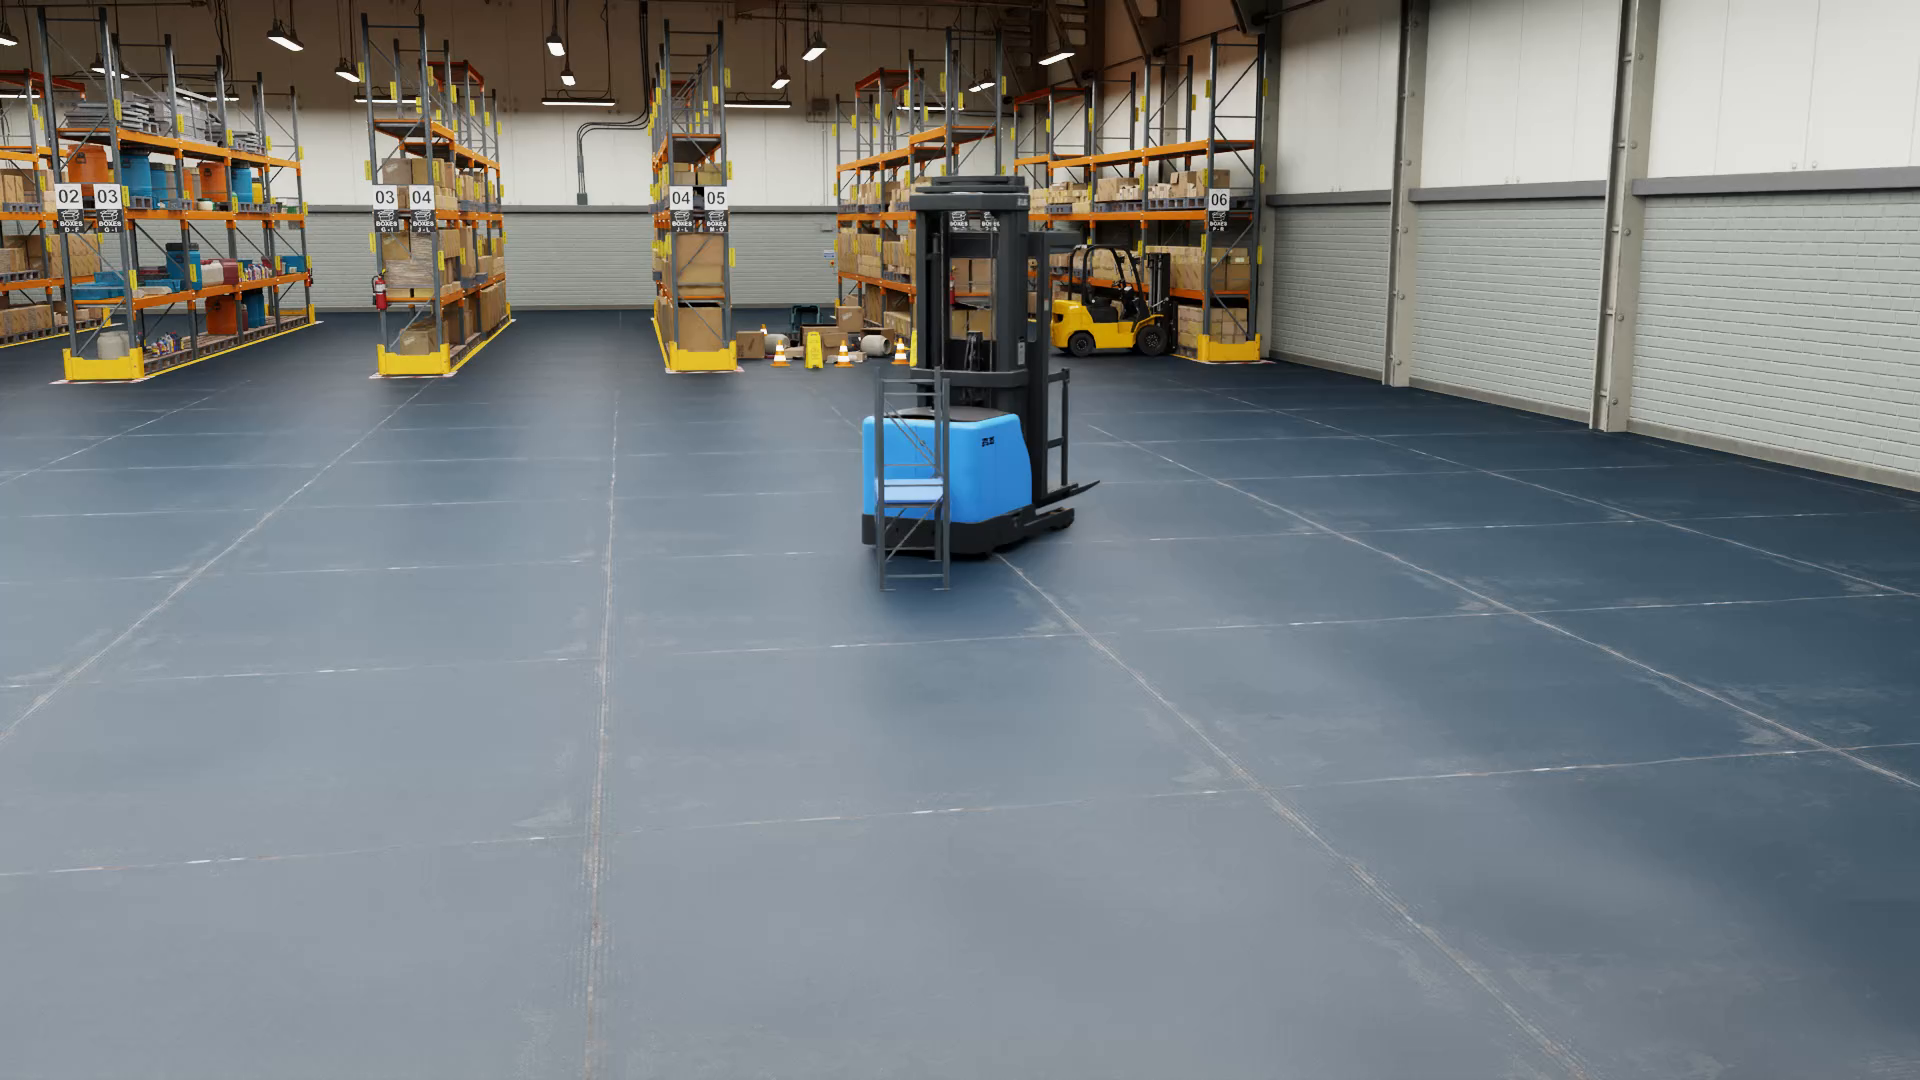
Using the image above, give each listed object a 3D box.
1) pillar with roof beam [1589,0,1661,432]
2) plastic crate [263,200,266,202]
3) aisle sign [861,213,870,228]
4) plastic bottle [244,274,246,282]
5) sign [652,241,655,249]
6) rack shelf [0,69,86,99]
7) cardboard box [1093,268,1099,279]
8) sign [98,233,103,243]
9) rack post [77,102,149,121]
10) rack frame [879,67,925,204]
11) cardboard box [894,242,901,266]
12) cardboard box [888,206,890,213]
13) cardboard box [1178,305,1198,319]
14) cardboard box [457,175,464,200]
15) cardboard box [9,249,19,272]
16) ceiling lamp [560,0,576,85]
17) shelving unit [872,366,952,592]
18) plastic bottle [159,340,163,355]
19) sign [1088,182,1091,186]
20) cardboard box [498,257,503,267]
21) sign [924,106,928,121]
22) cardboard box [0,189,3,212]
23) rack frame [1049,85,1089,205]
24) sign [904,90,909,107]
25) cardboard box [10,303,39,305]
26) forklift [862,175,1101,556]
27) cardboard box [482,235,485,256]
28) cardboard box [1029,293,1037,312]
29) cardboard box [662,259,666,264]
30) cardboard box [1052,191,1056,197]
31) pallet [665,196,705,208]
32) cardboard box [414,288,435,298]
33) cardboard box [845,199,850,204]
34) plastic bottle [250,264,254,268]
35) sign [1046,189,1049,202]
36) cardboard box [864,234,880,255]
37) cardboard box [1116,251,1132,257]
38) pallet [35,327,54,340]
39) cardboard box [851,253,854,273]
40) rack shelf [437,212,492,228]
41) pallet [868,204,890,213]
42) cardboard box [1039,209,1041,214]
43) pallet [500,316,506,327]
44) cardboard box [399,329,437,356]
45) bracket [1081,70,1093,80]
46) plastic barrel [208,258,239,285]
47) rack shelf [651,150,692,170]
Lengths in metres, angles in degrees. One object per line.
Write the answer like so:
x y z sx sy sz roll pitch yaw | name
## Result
3.975 -5.657 19.351 9.100 9.000 0.400 -2 11 -11 | pillar with roof beam
-17.416 -8.273 41.281 0.504 0.338 0.767 -2 11 -11 | plastic crate
-2.575 -8.962 45.806 0.394 0.787 0.004 -2 11 -11 | aisle sign
-15.767 -5.778 36.561 0.097 0.201 0.097 0 11 0 | plastic bottle
-8.233 -7.867 44.693 0.100 0.325 0.005 -2 11 -11 | sign
-21.914 -10.800 39.406 1.077 0.370 4.000 -2 11 -11 | rack shelf
3.406 -6.210 38.703 0.500 0.250 0.500 -2 11 -11 | cardboard box
-21.755 -7.681 42.087 0.100 0.325 0.005 -2 11 -11 | sign
-14.740 -7.449 28.970 0.937 0.300 0.954 -2 11 -12 | rack post
-1.309 -9.140 37.651 1.000 3.000 0.127 -2 11 -11 | rack frame
-1.141 -6.219 36.163 0.500 0.500 0.500 -3 11 -13 | cardboard box
-1.414 -7.479 37.619 0.380 0.149 0.250 -2 11 -11 | cardboard box
4.507 -4.512 32.939 0.500 0.250 0.500 -2 11 -10 | cardboard box
-10.430 -7.092 33.514 0.797 0.503 0.637 -2 11 -9 | cardboard box
-21.121 -6.140 36.544 0.700 0.500 0.500 -5 12 -25 | cardboard box
-8.942 -12.328 38.788 0.800 3.185 2.000 -2 11 -11 | ceiling lamp
-0.362 -0.473 12.169 0.538 1.500 1.048 -1 11 -4 | shelving unit
-14.446 -3.468 30.014 0.097 0.271 0.097 0 11 0 | plastic bottle
3.325 -9.050 42.762 0.100 0.325 0.005 -2 11 -11 | sign
-12.133 -7.200 43.108 0.500 0.250 0.500 -2 11 -12 | cardboard box
-0.779 -9.659 37.669 0.100 0.325 0.005 -2 11 -11 | sign
-21.066 -7.263 35.546 0.910 0.500 0.500 -2 11 -11 | cardboard box
2.781 -10.055 42.457 1.000 3.000 0.127 -2 11 -11 | rack frame
-1.074 -8.922 33.583 0.100 0.325 0.005 -2 11 -11 | sign
-21.915 -5.289 38.971 0.500 0.500 0.500 -2 11 -11 | cardboard box
0.332 -1.551 14.007 1.130 2.935 3.031 5 12 26 | forklift
-11.675 -6.991 39.456 0.797 0.503 0.637 -2 11 -12 | cardboard box
2.162 -6.445 45.100 0.500 0.500 0.500 -2 11 -10 | cardboard box
-6.123 -5.766 35.700 0.500 0.500 0.500 -2 11 -11 | cardboard box
2.539 -8.694 41.817 0.380 0.149 0.250 -2 11 -12 | cardboard box
-4.984 -6.317 31.078 1.003 0.211 1.213 -2 11 -11 | pallet
-9.295 -4.303 28.953 0.380 0.149 0.250 -2 11 -11 | cardboard box
-2.879 -9.058 44.523 0.380 0.149 0.250 -2 11 -9 | cardboard box
-16.272 -6.166 38.202 0.144 0.351 0.185 -2 11 -11 | plastic bottle
2.251 -8.814 42.578 0.100 0.325 0.005 -2 11 -11 | sign
-2.062 -7.191 40.516 0.500 0.500 0.500 -2 11 -12 | cardboard box
3.648 -6.342 36.992 0.380 0.149 0.250 -2 11 -13 | cardboard box
-21.330 -4.689 37.768 1.003 0.211 1.213 -2 11 -11 | pallet
-2.533 -7.146 42.950 0.500 0.500 0.500 -2 11 -12 | cardboard box
-11.419 -7.320 38.032 1.077 0.370 4.000 -2 11 -11 | rack shelf
-1.486 -7.690 38.559 1.213 0.211 1.003 -2 11 -8 | pallet
2.290 -8.653 43.786 0.380 0.149 0.250 -2 11 -11 | cardboard box
-12.119 -5.563 42.359 1.003 0.211 1.213 -2 11 -11 | pallet
-9.579 -3.459 29.409 0.500 0.500 0.500 0 11 0 | cardboard box
3.263 -11.895 42.496 0.235 0.232 0.430 -2 11 -11 | bracket
-15.501 -5.645 34.970 0.600 0.536 0.708 -2 11 -11 | plastic barrel
-7.312 -9.687 42.457 1.077 0.370 4.000 -2 11 -11 | rack shelf
